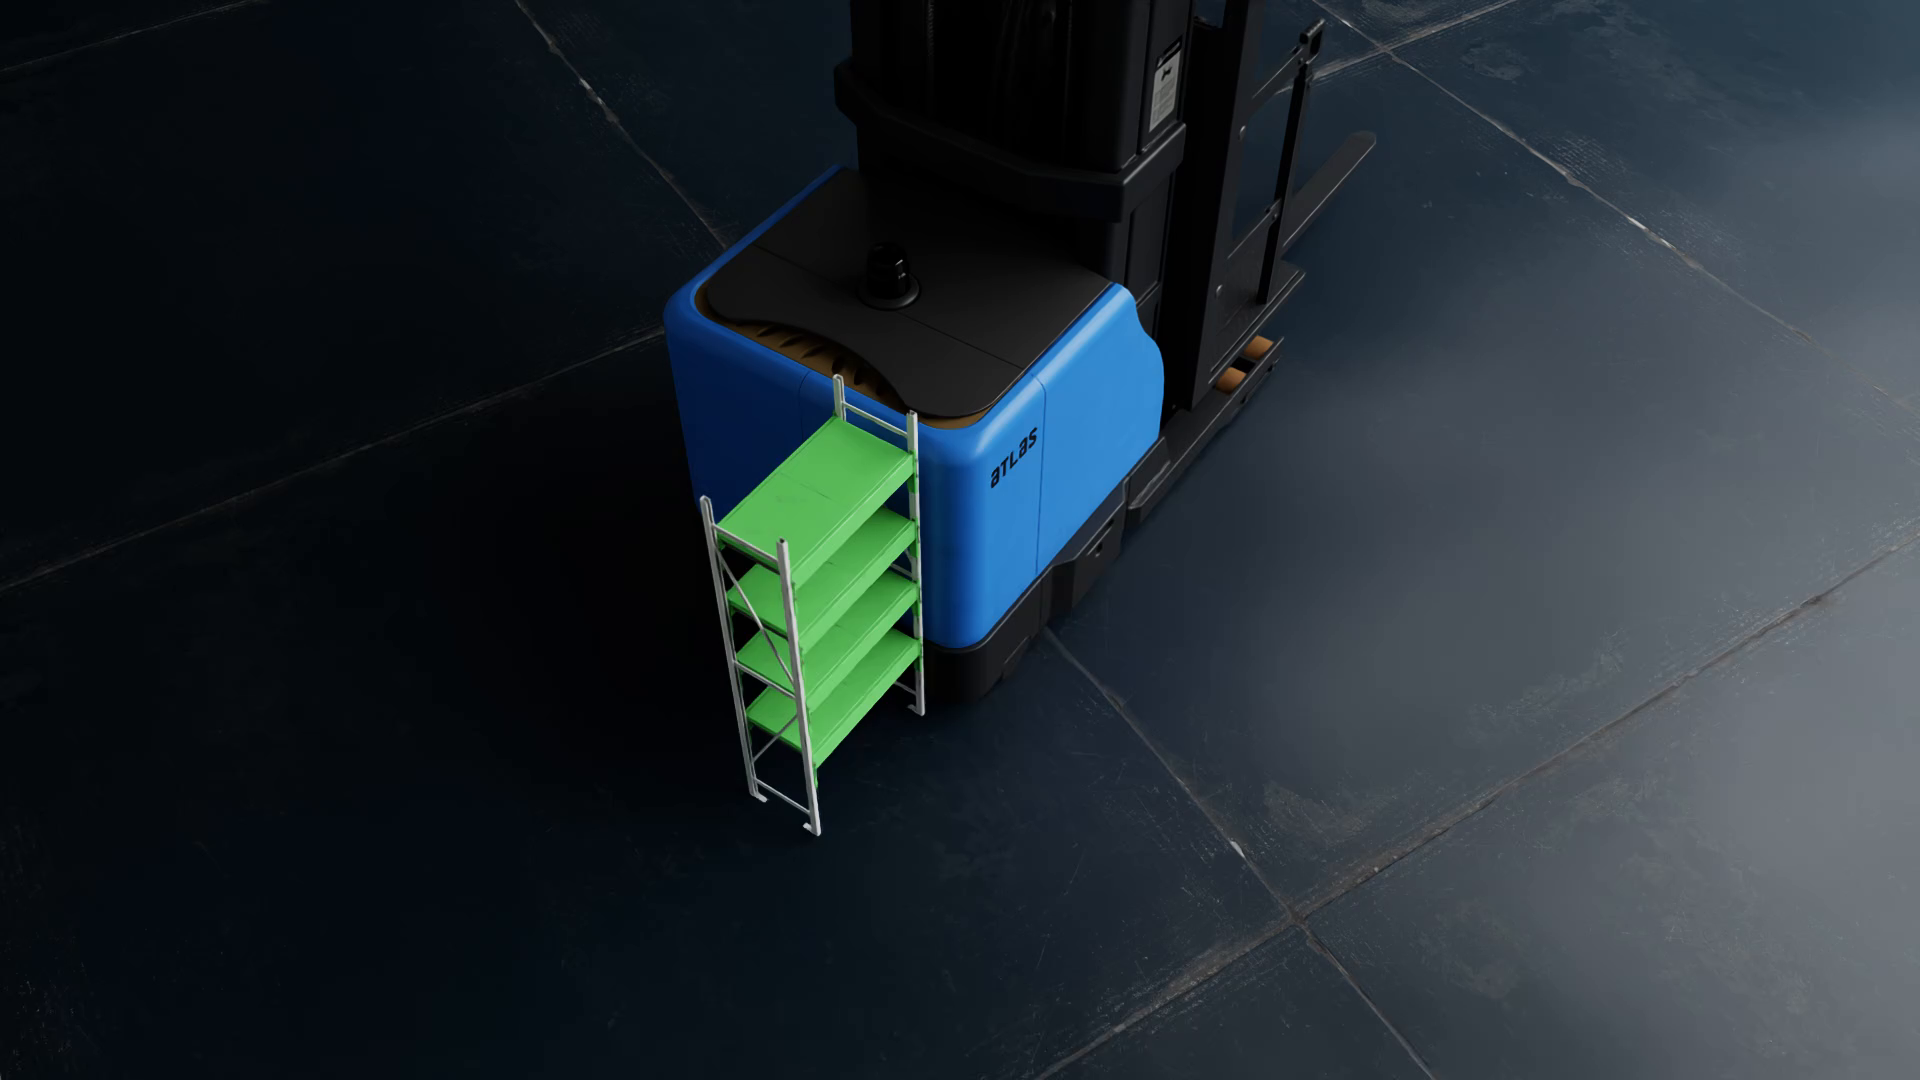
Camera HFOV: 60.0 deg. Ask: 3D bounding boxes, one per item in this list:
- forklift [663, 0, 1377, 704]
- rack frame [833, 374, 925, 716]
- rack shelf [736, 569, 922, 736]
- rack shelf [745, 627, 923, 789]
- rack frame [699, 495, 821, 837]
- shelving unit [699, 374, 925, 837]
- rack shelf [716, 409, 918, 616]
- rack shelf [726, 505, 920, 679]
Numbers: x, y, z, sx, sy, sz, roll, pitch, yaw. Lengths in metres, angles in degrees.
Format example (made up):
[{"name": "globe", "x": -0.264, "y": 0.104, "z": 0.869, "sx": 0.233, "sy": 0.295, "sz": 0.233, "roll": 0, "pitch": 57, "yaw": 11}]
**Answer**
[{"name": "forklift", "x": 0.449, "y": -1.579, "z": 4.694, "sx": 1.130, "sy": 2.935, "sz": 3.031, "roll": 27, "pitch": 54, "yaw": 22}, {"name": "rack frame", "x": -0.204, "y": 0.055, "z": 4.398, "sx": 0.240, "sy": 1.200, "sz": 0.015, "roll": 27, "pitch": 54, "yaw": 22}, {"name": "rack shelf", "x": -0.343, "y": 0.247, "z": 4.312, "sx": 0.258, "sy": 0.148, "sz": 0.480, "roll": 27, "pitch": 54, "yaw": 22}, {"name": "rack shelf", "x": -0.343, "y": 0.406, "z": 4.492, "sx": 0.258, "sy": 0.148, "sz": 0.480, "roll": 27, "pitch": 54, "yaw": 22}, {"name": "rack frame", "x": -0.482, "y": 0.354, "z": 4.131, "sx": 0.240, "sy": 1.200, "sz": 0.015, "roll": 27, "pitch": 54, "yaw": 22}, {"name": "shelving unit", "x": -0.343, "y": 0.204, "z": 4.265, "sx": 0.258, "sy": 1.200, "sz": 0.503, "roll": 27, "pitch": 54, "yaw": 22}, {"name": "rack shelf", "x": -0.343, "y": -0.072, "z": 3.954, "sx": 0.258, "sy": 0.148, "sz": 0.480, "roll": 27, "pitch": 54, "yaw": 22}, {"name": "rack shelf", "x": -0.343, "y": 0.087, "z": 4.133, "sx": 0.258, "sy": 0.148, "sz": 0.480, "roll": 27, "pitch": 54, "yaw": 22}]
